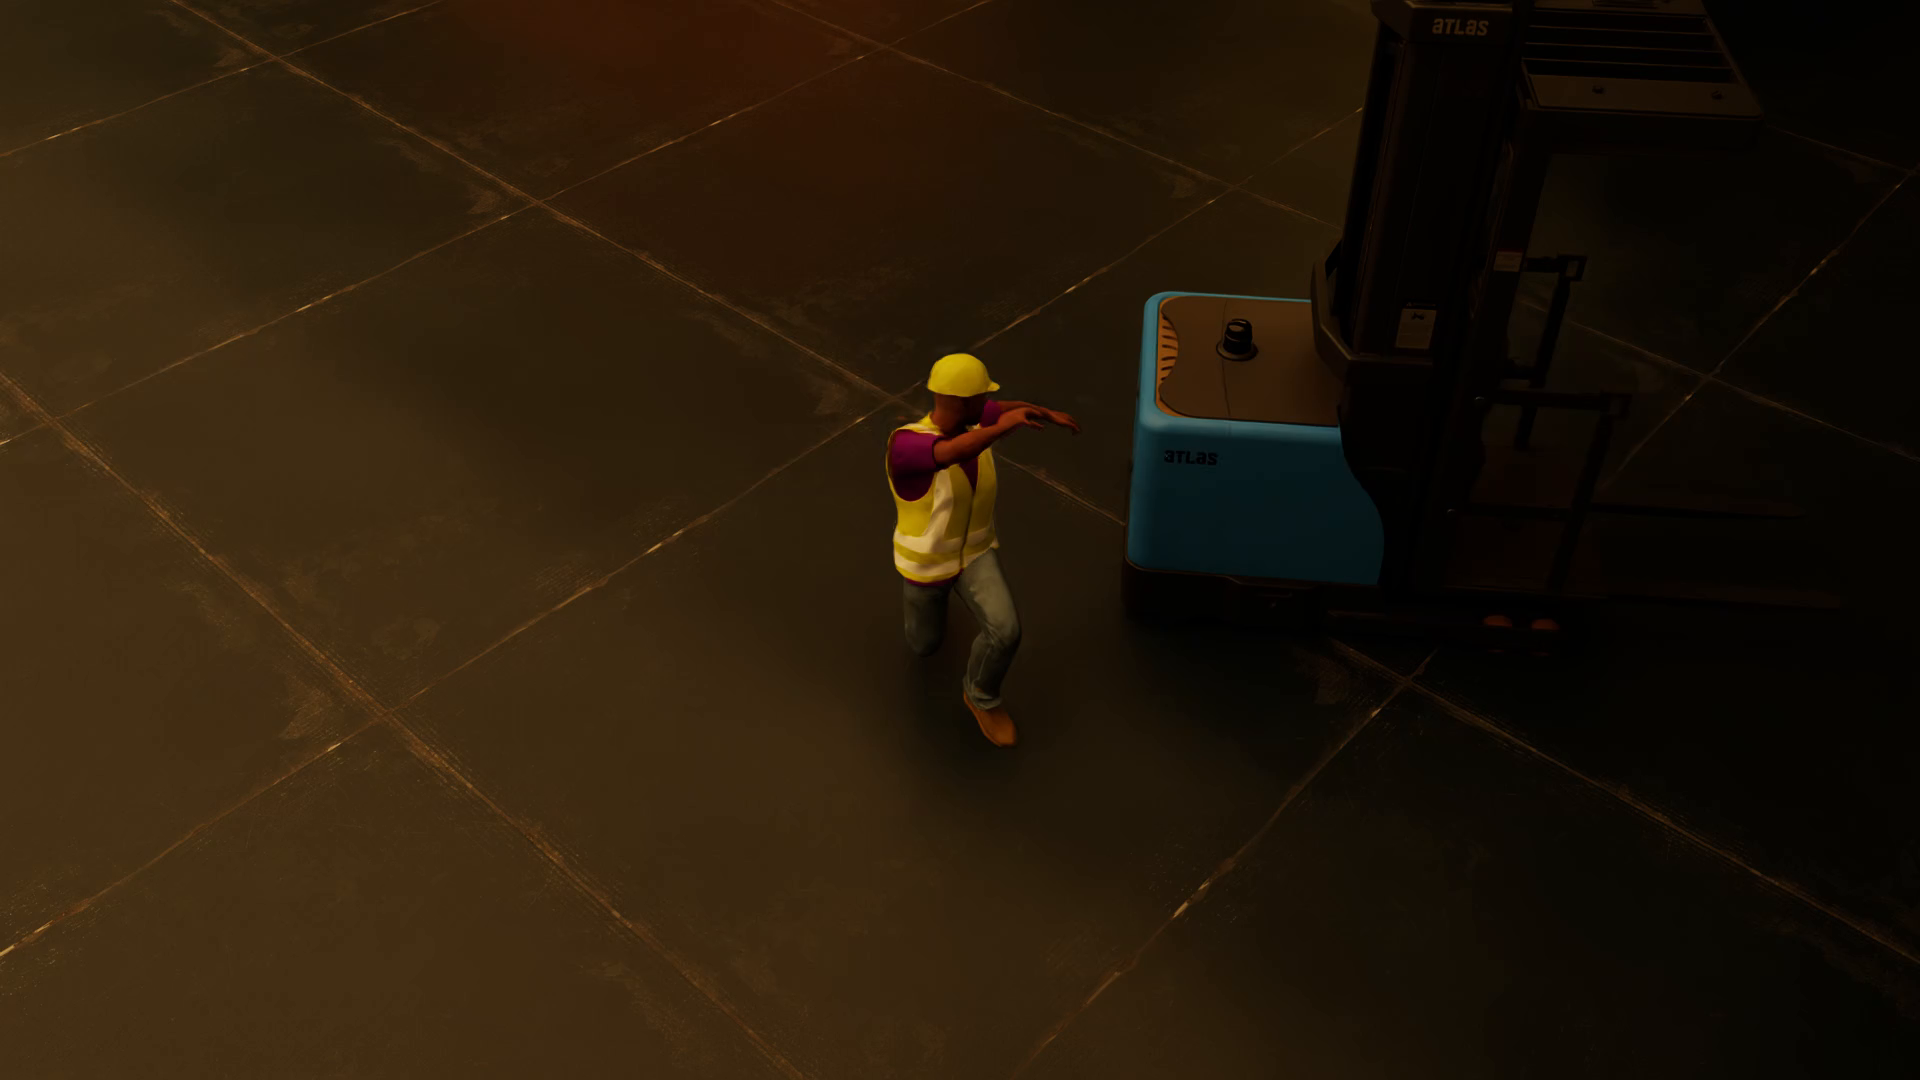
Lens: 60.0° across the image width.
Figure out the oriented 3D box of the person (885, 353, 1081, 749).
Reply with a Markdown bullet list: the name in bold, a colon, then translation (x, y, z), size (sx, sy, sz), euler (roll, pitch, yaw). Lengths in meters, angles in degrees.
- **person**: translation (0.217, -0.062, 6.625), size (1.002, 1.471, 0.965), euler (-17, 43, -19)

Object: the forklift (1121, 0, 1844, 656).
- **forklift**: translation (2.257, -0.983, 6.574), size (3.031, 2.935, 1.130), euler (4, 41, 5)
